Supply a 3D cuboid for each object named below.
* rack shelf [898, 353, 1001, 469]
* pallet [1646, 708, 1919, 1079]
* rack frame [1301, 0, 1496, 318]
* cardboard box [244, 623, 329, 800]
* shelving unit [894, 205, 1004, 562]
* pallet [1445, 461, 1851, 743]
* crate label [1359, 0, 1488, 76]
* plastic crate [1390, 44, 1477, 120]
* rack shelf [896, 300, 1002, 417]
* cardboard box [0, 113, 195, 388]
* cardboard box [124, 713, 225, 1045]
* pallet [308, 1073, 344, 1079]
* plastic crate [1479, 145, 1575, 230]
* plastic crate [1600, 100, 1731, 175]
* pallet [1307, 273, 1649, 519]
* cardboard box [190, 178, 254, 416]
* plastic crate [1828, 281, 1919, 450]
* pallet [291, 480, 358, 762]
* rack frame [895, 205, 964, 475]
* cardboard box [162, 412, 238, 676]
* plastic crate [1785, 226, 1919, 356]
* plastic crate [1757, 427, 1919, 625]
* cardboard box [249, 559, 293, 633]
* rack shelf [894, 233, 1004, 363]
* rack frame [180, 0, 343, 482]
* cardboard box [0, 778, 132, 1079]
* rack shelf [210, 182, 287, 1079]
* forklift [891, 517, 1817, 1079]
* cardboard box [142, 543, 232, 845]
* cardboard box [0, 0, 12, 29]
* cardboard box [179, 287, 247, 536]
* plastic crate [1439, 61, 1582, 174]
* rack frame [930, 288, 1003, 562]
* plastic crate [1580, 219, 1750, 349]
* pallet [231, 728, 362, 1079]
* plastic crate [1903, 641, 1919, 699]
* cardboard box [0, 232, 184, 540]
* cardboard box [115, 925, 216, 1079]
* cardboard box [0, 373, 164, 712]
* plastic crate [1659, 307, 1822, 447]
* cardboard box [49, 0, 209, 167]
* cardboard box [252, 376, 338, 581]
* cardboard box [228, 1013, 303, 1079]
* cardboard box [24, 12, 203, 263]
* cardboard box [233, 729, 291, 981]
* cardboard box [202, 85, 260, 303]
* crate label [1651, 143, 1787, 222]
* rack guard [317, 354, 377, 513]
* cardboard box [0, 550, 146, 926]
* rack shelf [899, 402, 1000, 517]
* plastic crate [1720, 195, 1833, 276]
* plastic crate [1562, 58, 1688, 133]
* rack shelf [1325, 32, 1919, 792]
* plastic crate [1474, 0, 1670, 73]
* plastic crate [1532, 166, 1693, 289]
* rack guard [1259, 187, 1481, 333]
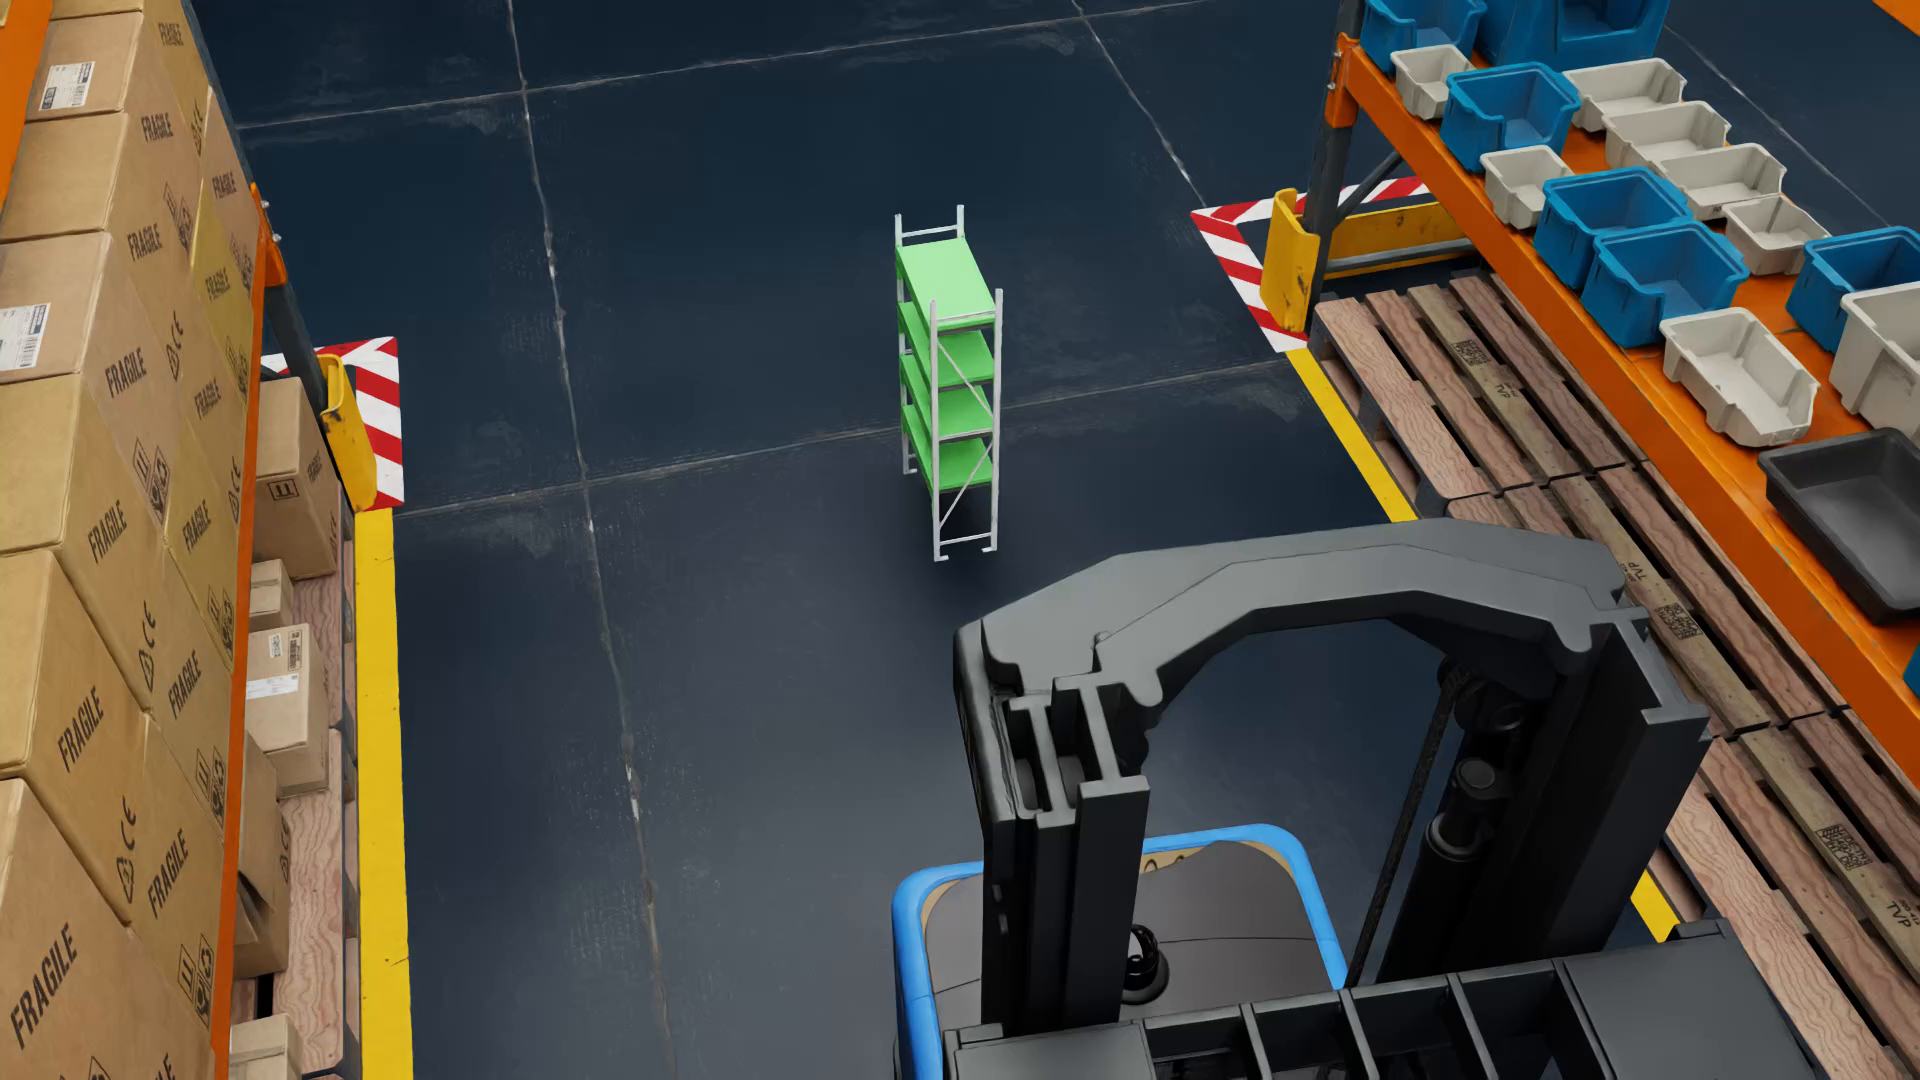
[{"bbox_3d":[-0.042,-0.490,5.979,0.258,0.148,0.480,-11,47,-10],"label":"rack shelf"},{"bbox_3d":[2.727,1.099,5.025,1.003,0.211,1.213,-11,47,-10],"label":"pallet"},{"bbox_3d":[1.929,-2.138,6.245,1.000,3.000,0.127,-11,47,-10],"label":"rack frame"},{"bbox_3d":[-2.269,0.565,5.213,0.500,0.250,0.500,-11,47,-10],"label":"cardboard box"},{"bbox_3d":[-0.042,-0.534,5.933,0.258,1.200,0.503,-11,47,-10],"label":"shelving unit"},{"bbox_3d":[2.411,0.255,5.852,1.003,0.211,1.213,-11,47,-10],"label":"pallet"},{"bbox_3d":[1.673,-1.870,6.057,0.416,0.233,0.303,-11,47,-10],"label":"crate label"},{"bbox_3d":[1.676,-1.599,5.860,0.250,0.136,0.298,-11,47,-10],"label":"plastic crate"},{"bbox_3d":[-0.042,-0.658,5.808,0.258,0.148,0.480,-11,47,-10],"label":"rack shelf"},{"bbox_3d":[-2.214,-0.657,4.024,0.500,0.500,0.500,-10,46,-9],"label":"cardboard box"},{"bbox_3d":[-1.838,0.737,3.357,0.500,0.500,0.500,-10,46,-10],"label":"cardboard box"},{"bbox_3d":[-2.012,2.028,4.114,1.003,0.211,1.213,-11,47,-10],"label":"pallet"},{"bbox_3d":[1.849,-1.131,5.401,0.250,0.136,0.298,-11,47,-10],"label":"plastic crate"},{"bbox_3d":[2.373,-1.334,5.600,0.396,0.136,0.243,-11,47,-10],"label":"plastic crate"},{"bbox_3d":[2.102,-0.586,6.676,1.003,0.211,1.213,-11,47,-10],"label":"pallet"},{"bbox_3d":[-2.347,-0.653,4.720,0.500,0.500,0.500,-10,46,-10],"label":"cardboard box"},{"bbox_3d":[2.740,-0.444,4.626,0.437,0.282,0.530,-11,47,-10],"label":"plastic crate"},{"bbox_3d":[-2.636,0.344,5.765,1.003,0.211,1.213,-11,47,-10],"label":"pallet"},{"bbox_3d":[-0.105,-0.703,6.099,0.240,1.200,0.015,-11,47,-10],"label":"rack frame"},{"bbox_3d":[-2.095,0.040,4.040,0.500,0.500,0.500,-11,47,-11],"label":"cardboard box"},{"bbox_3d":[2.702,-0.729,4.940,0.416,0.233,0.300,-11,47,-10],"label":"plastic crate"},{"bbox_3d":[2.406,-0.025,4.325,0.437,0.125,0.590,-11,47,-10],"label":"plastic crate"},{"bbox_3d":[-2.467,0.229,5.601,0.380,0.166,0.250,-11,47,-10],"label":"cardboard box"},{"bbox_3d":[-0.042,-0.825,5.636,0.258,0.148,0.480,-11,47,-10],"label":"rack shelf"},{"bbox_3d":[-2.861,-1.235,5.360,1.000,3.000,0.127,-11,47,-10],"label":"rack frame"},{"bbox_3d":[-1.685,0.765,2.630,0.500,0.500,0.500,-10,46,-9],"label":"cardboard box"},{"bbox_3d":[-2.349,0.398,4.264,1.077,0.370,4.000,-11,47,-10],"label":"rack shelf"},{"bbox_3d":[0.559,1.507,2.721,1.130,2.935,3.031,-6,46,-6],"label":"forklift"},{"bbox_3d":[-1.964,0.391,3.696,0.500,0.500,0.500,-11,47,-11],"label":"cardboard box"},{"bbox_3d":[-2.216,-1.236,3.366,0.500,0.250,0.500,-11,47,-10],"label":"cardboard box"},{"bbox_3d":[-2.224,-0.307,4.381,0.500,0.500,0.500,-10,46,-10],"label":"cardboard box"},{"bbox_3d":[1.842,-1.415,5.612,0.416,0.233,0.300,-11,47,-10],"label":"plastic crate"},{"bbox_3d":[0.020,-0.366,5.768,0.240,1.200,0.015,-11,47,-10],"label":"rack frame"},{"bbox_3d":[2.087,-0.754,4.963,0.416,0.233,0.300,-11,47,-10],"label":"plastic crate"},{"bbox_3d":[-2.327,1.185,4.941,1.003,0.211,1.213,-11,47,-10],"label":"pallet"},{"bbox_3d":[2.503,0.348,3.778,0.392,0.384,0.575,-11,47,-10],"label":"plastic crate"},{"bbox_3d":[-2.082,-0.303,3.676,0.500,0.500,0.500,-9,46,-9],"label":"cardboard box"},{"bbox_3d":[-1.704,1.090,3.012,0.500,0.500,0.500,-10,46,-9],"label":"cardboard box"},{"bbox_3d":[-1.949,0.054,3.327,0.500,0.500,0.500,-12,47,-11],"label":"cardboard box"},{"bbox_3d":[2.216,-0.452,4.736,0.293,0.136,0.466,-11,47,-10],"label":"plastic crate"},{"bbox_3d":[-2.481,-1.363,4.715,0.500,0.500,0.500,-11,47,-11],"label":"cardboard box"},{"bbox_3d":[-2.483,-0.184,5.772,0.500,0.500,0.500,-11,47,-10],"label":"cardboard box"},{"bbox_3d":[-1.966,1.440,4.415,0.380,0.166,0.250,-11,47,-10],"label":"cardboard box"},{"bbox_3d":[-2.351,-1.014,4.374,0.500,0.500,0.500,-10,46,-9],"label":"cardboard box"},{"bbox_3d":[-2.323,0.950,4.658,0.797,0.503,0.637,-11,47,-10],"label":"cardboard box"},{"bbox_3d":[-2.483,-1.010,5.070,0.500,0.500,0.500,-9,46,-9],"label":"cardboard box"},{"bbox_3d":[2.467,-1.146,5.416,0.396,0.136,0.243,-11,47,-10],"label":"crate label"},{"bbox_3d":[-2.841,-0.308,6.201,1.175,0.500,0.348,-11,47,-10],"label":"rack guard"},{"bbox_3d":[-1.818,0.409,2.979,0.500,0.500,0.500,-12,47,-12],"label":"cardboard box"},{"bbox_3d":[-0.042,-0.322,6.151,0.258,0.148,0.480,-11,47,-10],"label":"rack shelf"},{"bbox_3d":[2.561,-0.945,5.219,0.298,0.136,0.250,-11,47,-10],"label":"plastic crate"},{"bbox_3d":[2.312,-1.537,5.798,0.396,0.136,0.243,-11,47,-10],"label":"plastic crate"},{"bbox_3d":[2.441,-0.505,5.149,1.077,0.370,4.000,-11,47,-10],"label":"rack shelf"},{"bbox_3d":[2.195,-1.974,6.018,0.616,0.435,0.499,-11,47,-10],"label":"plastic crate"},{"bbox_3d":[2.011,-0.961,5.166,0.416,0.233,0.300,-11,47,-10],"label":"plastic crate"},{"bbox_3d":[1.910,-1.277,7.152,1.175,0.500,0.348,-11,47,-10],"label":"rack guard"}]
